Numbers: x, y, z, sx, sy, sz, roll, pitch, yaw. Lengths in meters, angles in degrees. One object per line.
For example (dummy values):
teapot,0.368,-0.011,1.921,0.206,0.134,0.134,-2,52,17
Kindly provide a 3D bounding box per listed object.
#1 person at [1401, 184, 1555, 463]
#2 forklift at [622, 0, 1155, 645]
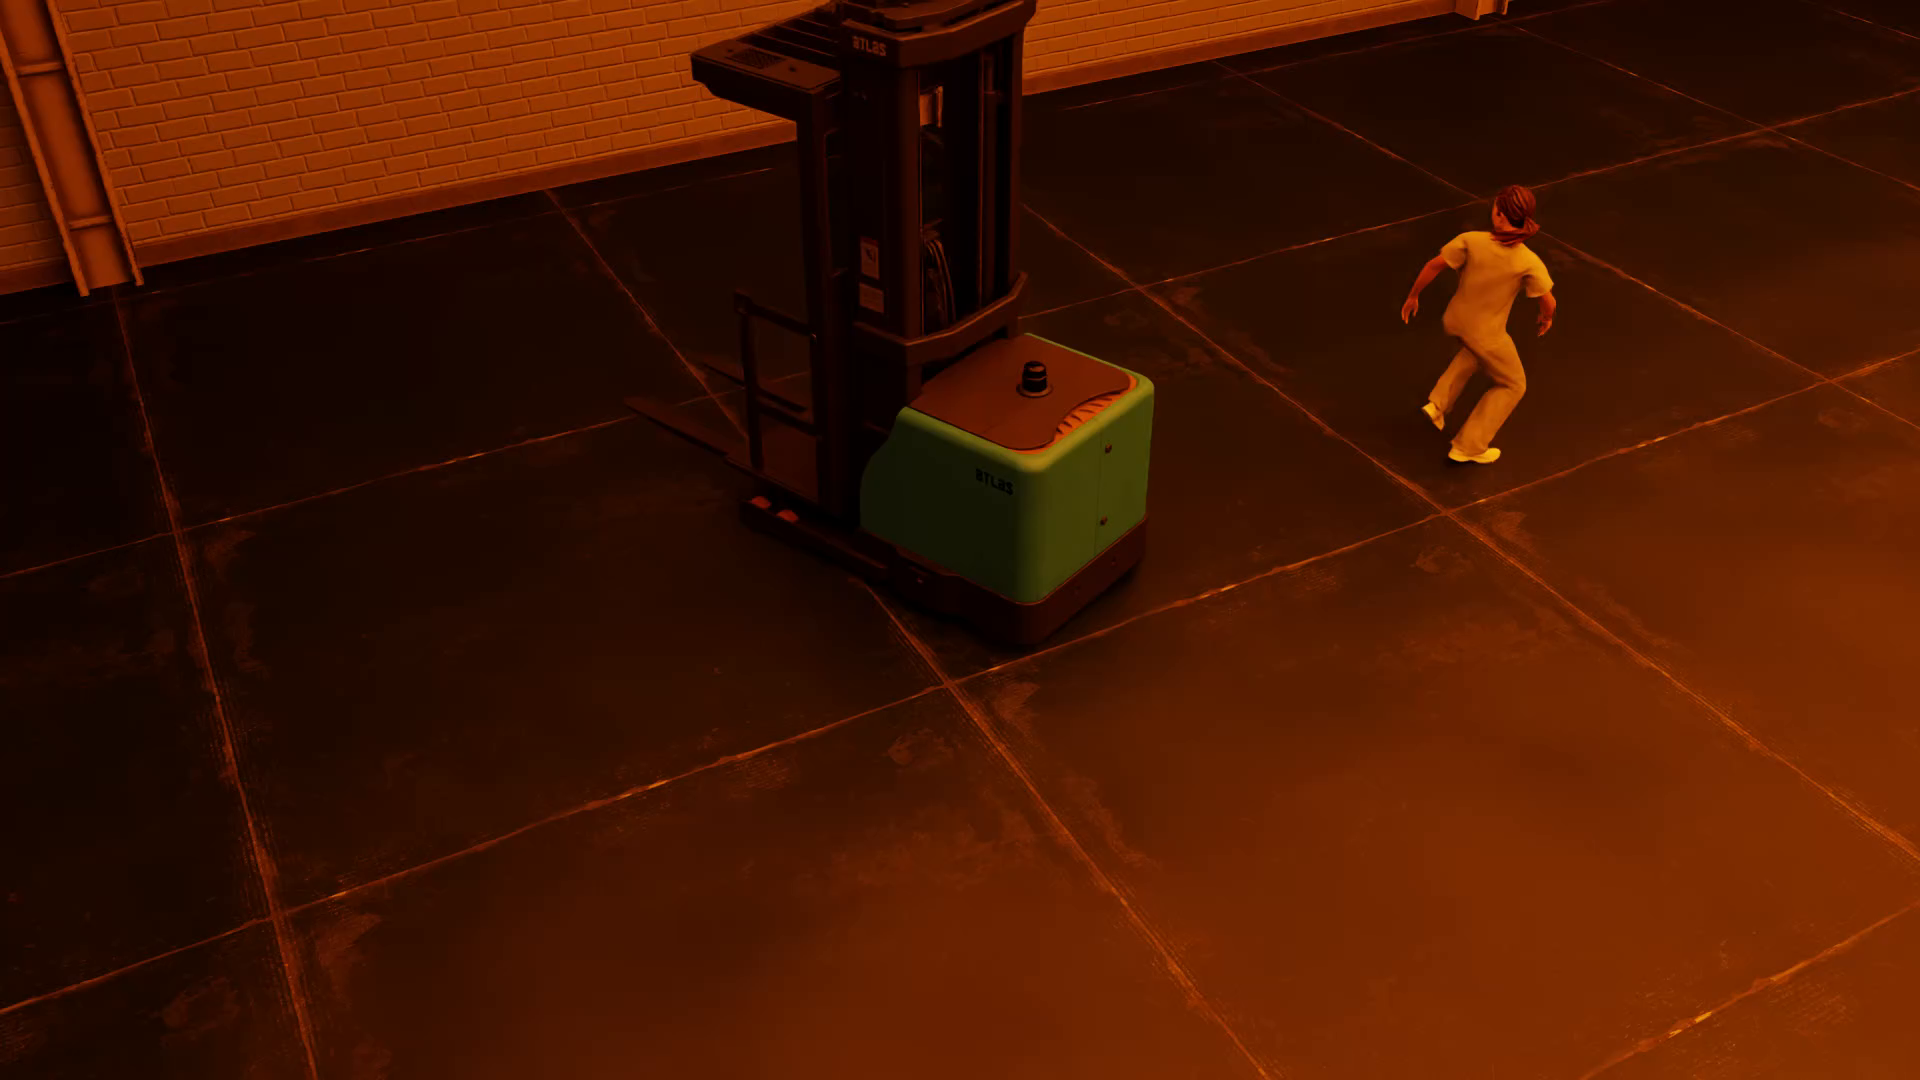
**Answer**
person,2.816,-1.172,8.952,0.601,1.587,0.666,-23,41,-29
forklift,-0.525,-1.402,8.106,3.031,2.935,1.130,25,42,31
